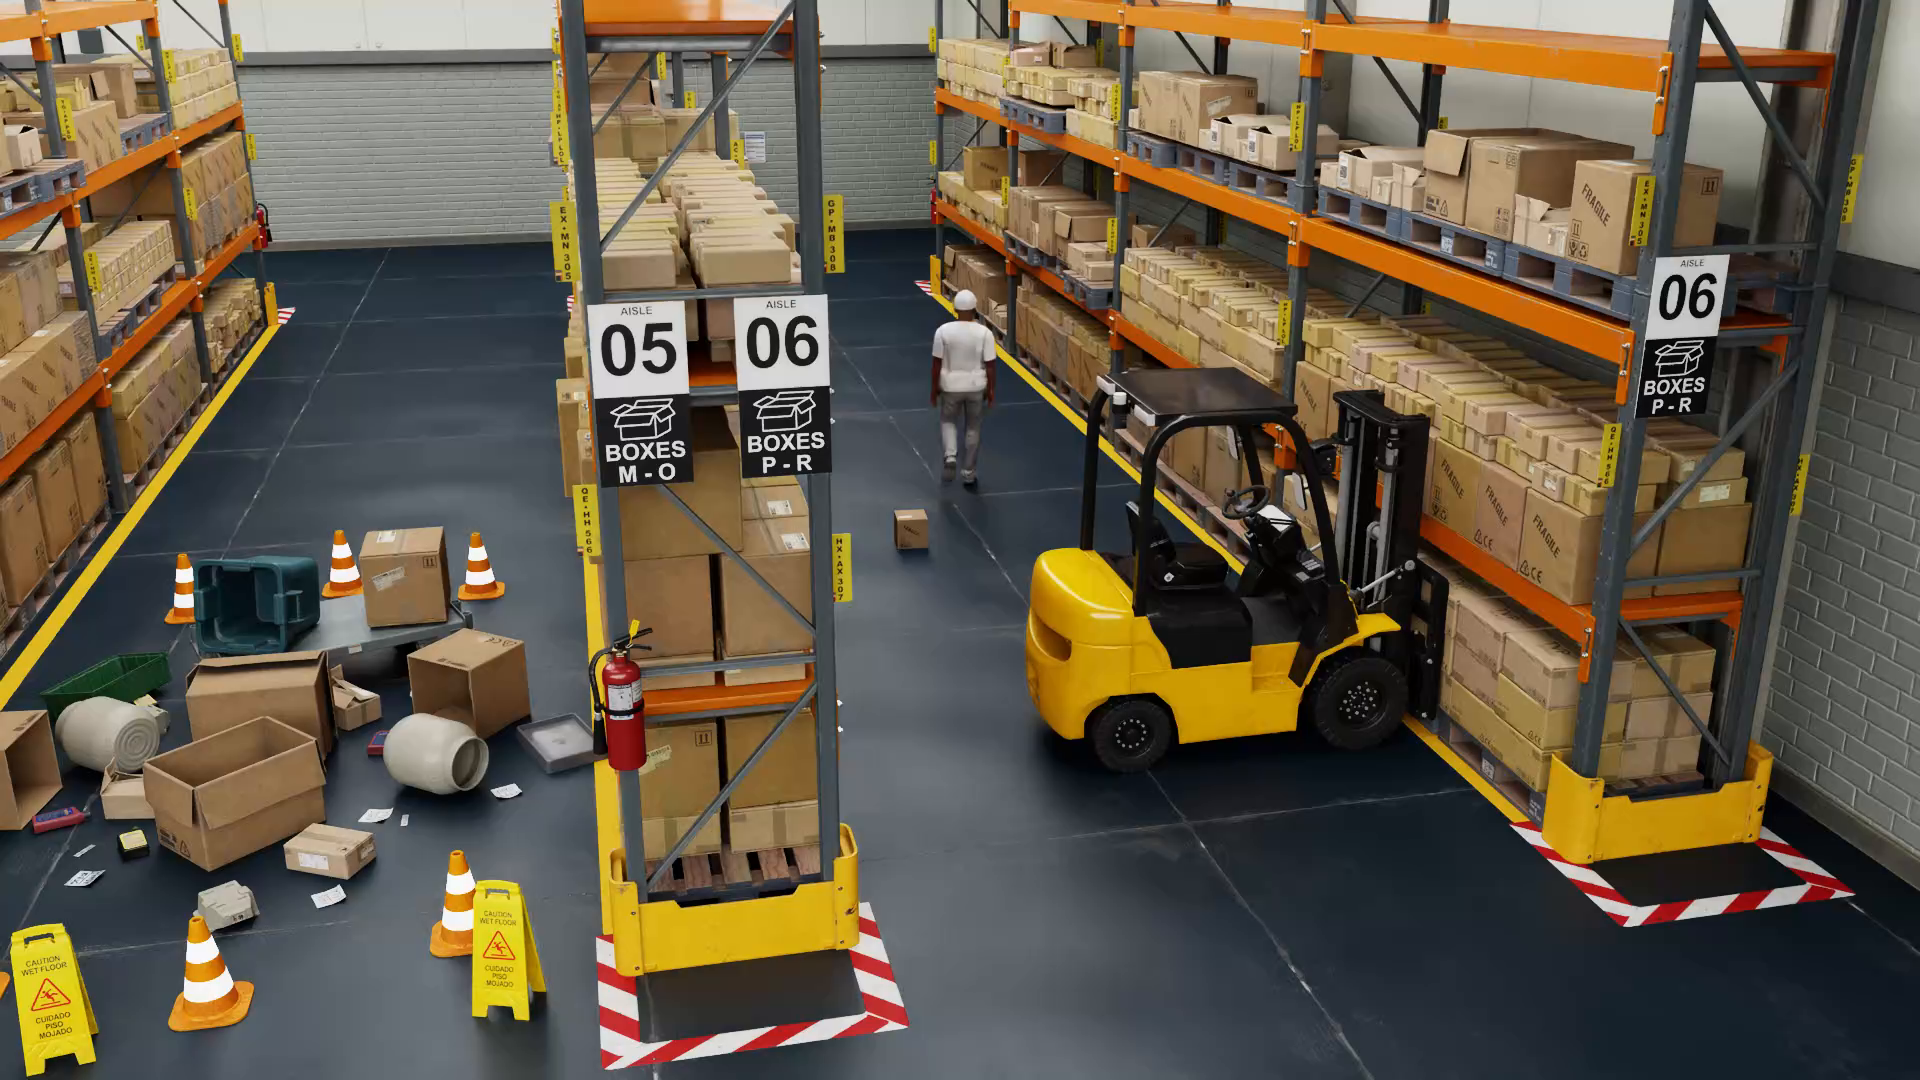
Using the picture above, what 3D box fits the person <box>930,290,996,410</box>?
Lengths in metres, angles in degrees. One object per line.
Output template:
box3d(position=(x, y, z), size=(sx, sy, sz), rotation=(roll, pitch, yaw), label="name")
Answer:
box3d(position=(0.026, -1.669, 14.656), size=(0.587, 1.083, 0.337), rotation=(1, 20, 3), label="person")
